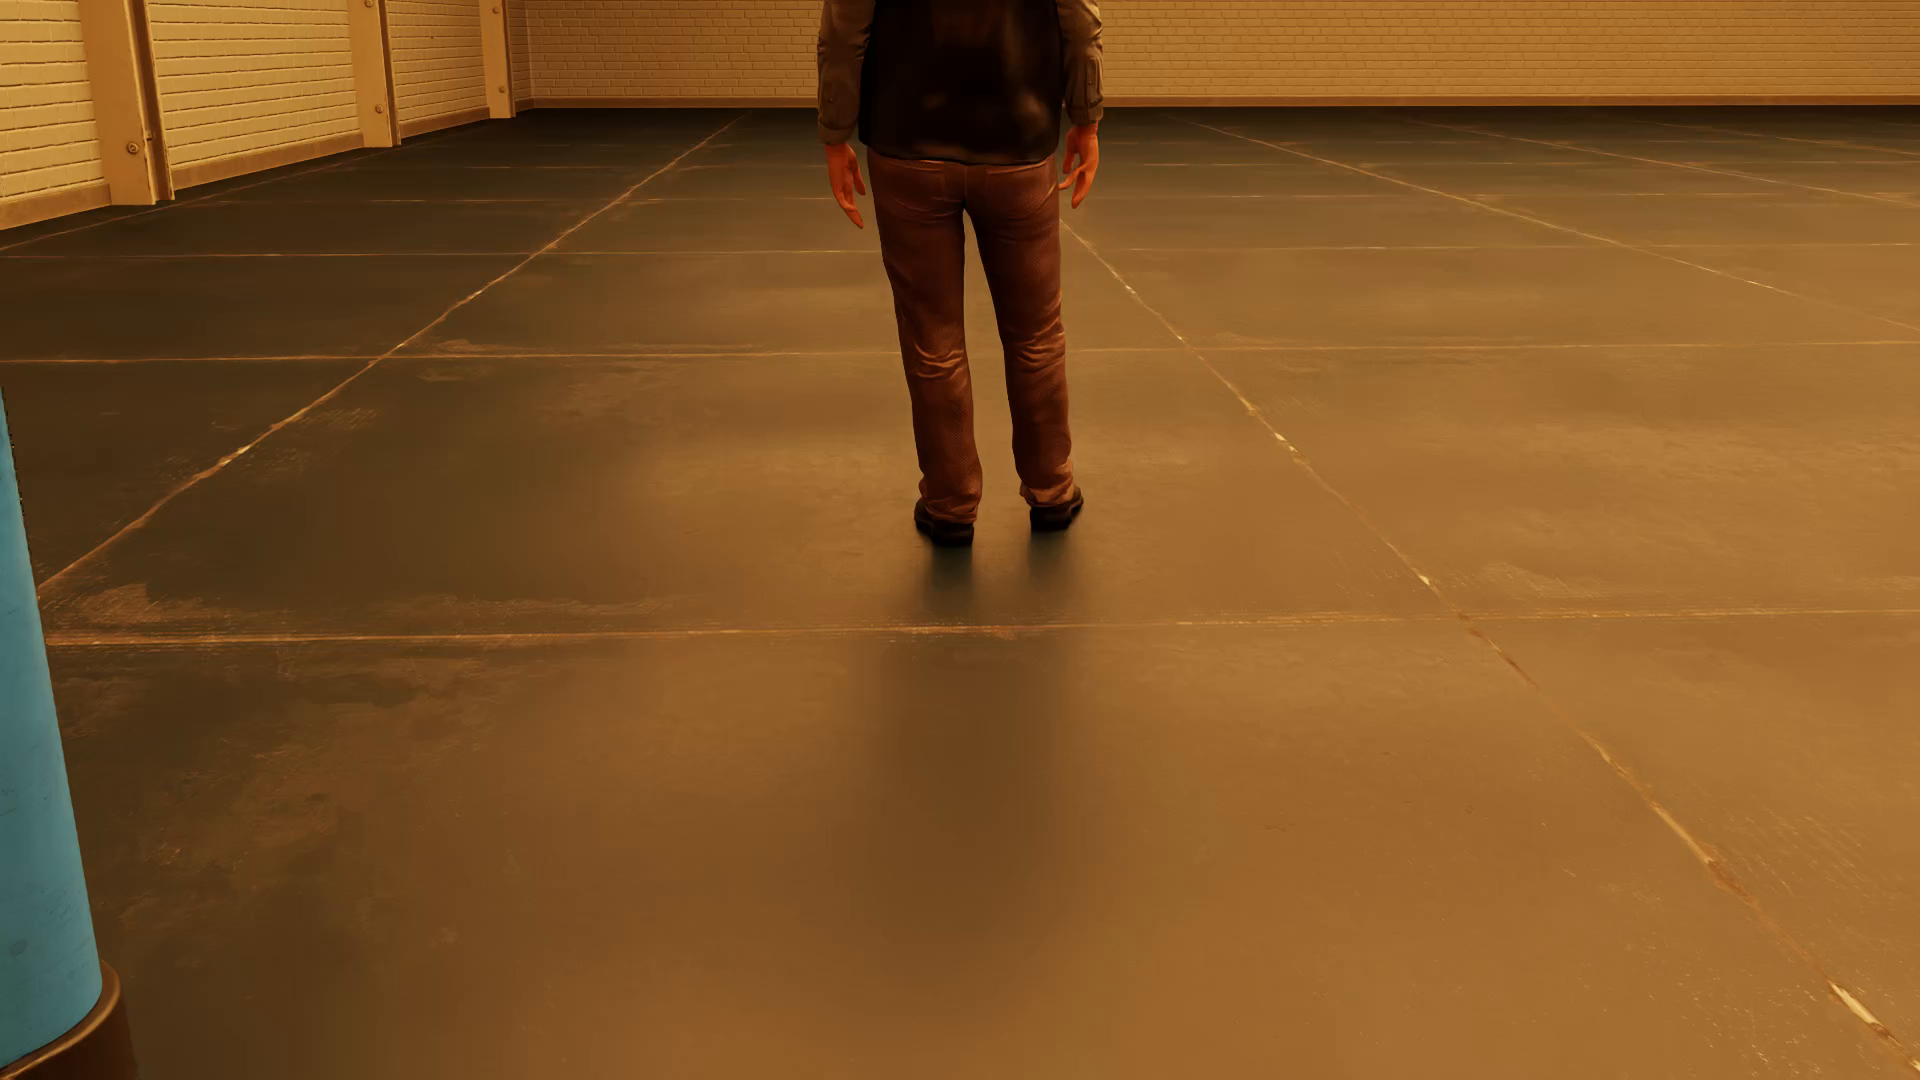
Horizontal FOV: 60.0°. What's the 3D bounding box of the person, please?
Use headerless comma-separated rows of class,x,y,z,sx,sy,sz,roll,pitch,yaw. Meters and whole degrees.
person,0.004,-0.848,3.725,0.633,1.722,0.566,-1,17,-3
